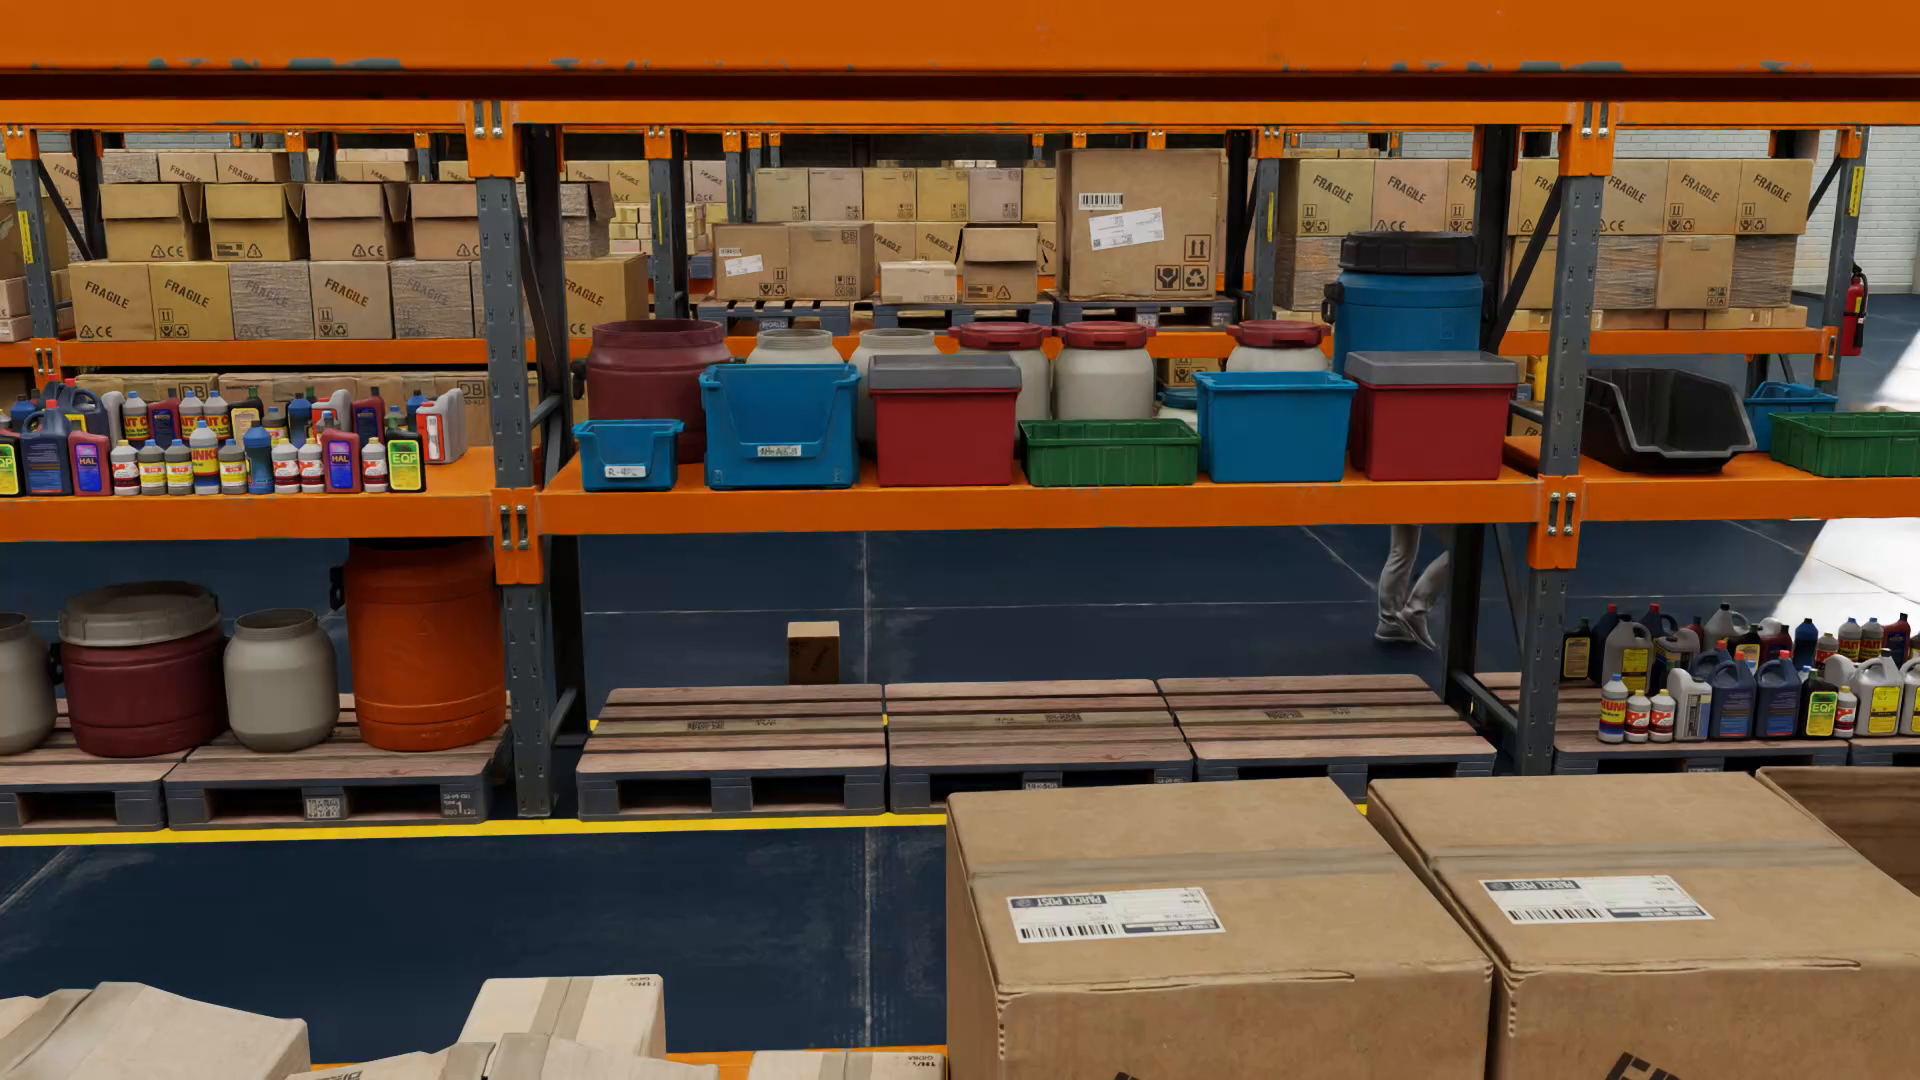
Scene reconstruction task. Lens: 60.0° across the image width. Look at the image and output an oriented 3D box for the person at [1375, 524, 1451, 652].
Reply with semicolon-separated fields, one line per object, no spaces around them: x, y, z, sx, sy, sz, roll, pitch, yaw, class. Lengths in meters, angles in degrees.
2.368;-0.269;8.492;0.448;1.703;0.491;-3;14;-11;person
